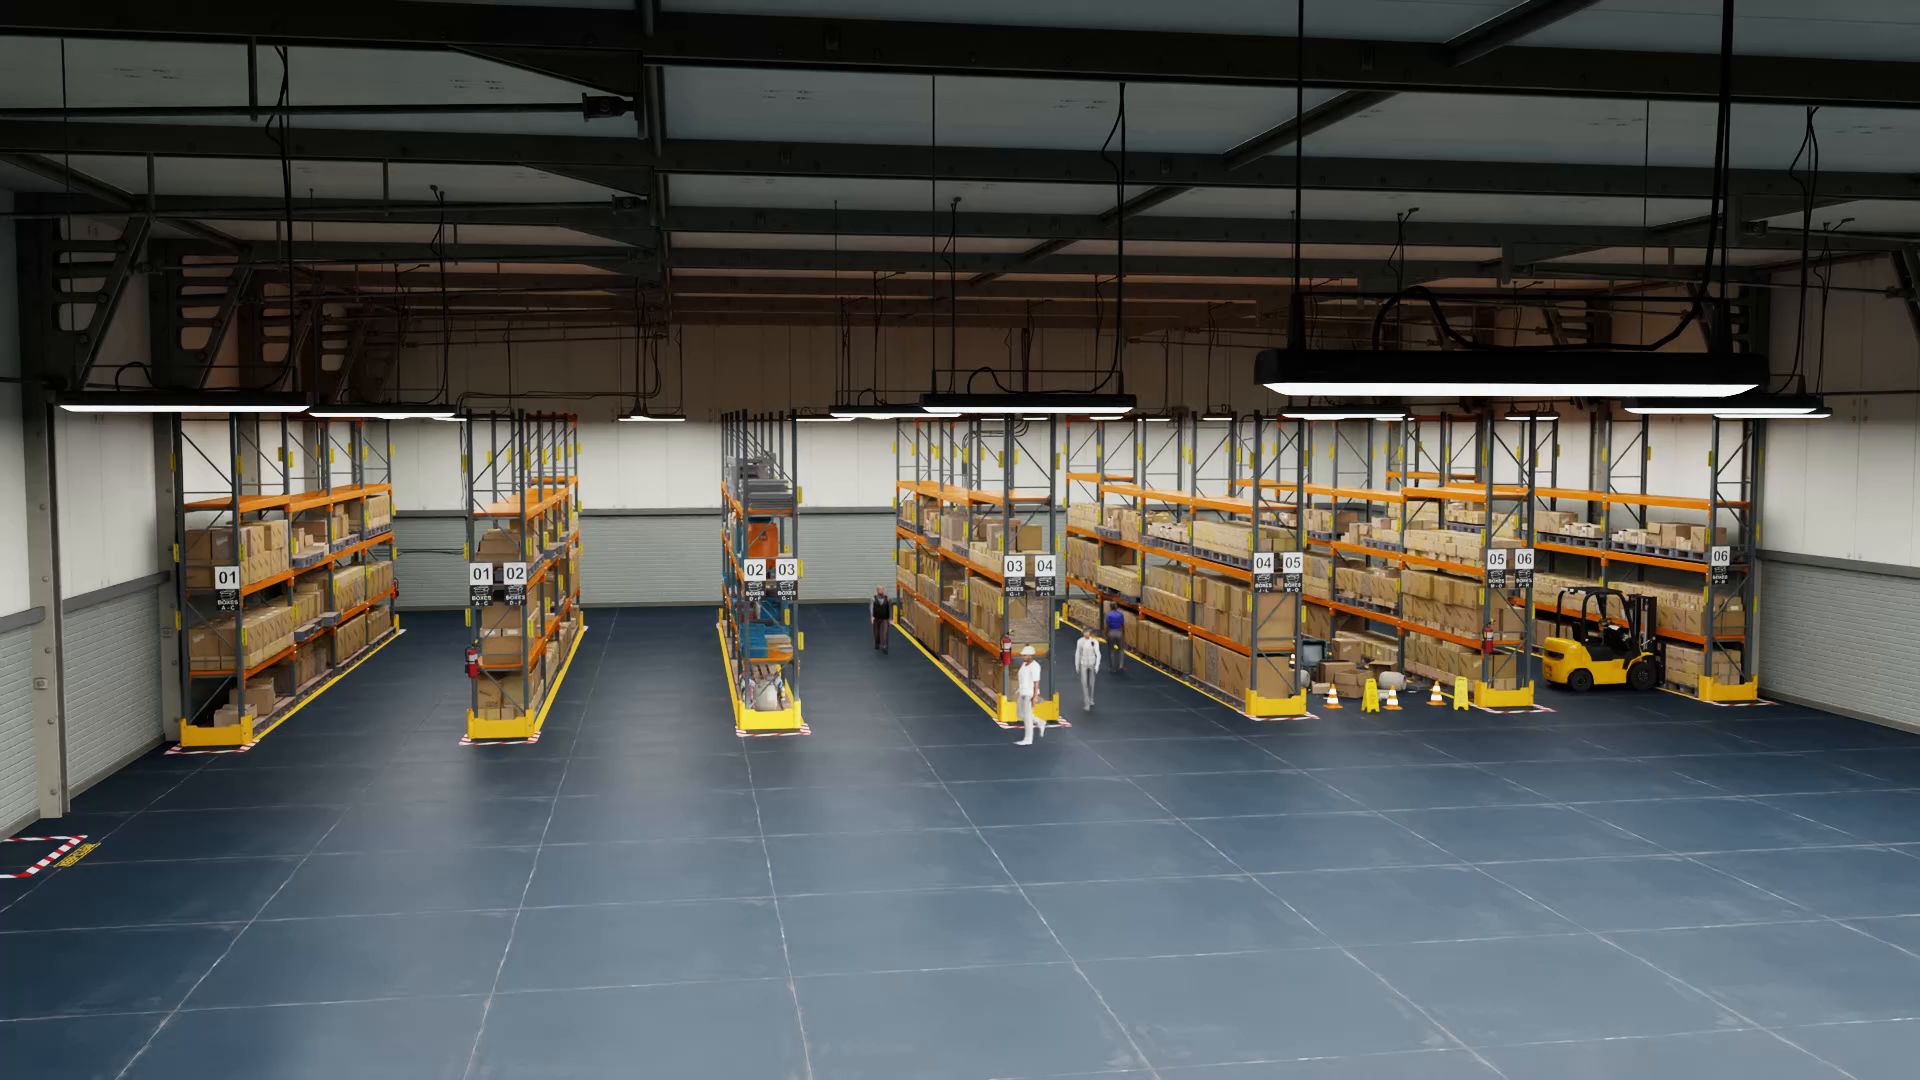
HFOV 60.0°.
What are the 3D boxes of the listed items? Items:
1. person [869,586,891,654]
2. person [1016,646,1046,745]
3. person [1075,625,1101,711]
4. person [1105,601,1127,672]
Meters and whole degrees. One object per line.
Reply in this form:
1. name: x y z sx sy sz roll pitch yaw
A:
1. person: -1.985 1.976 41.535 0.565 1.657 1.069 0 4 -7
2. person: 1.273 2.763 29.731 0.647 1.761 0.625 -1 4 -20
3. person: 2.588 2.567 33.548 0.510 1.708 0.731 0 4 2
4. person: 3.590 2.232 38.302 0.500 1.655 0.521 -1 4 -11
